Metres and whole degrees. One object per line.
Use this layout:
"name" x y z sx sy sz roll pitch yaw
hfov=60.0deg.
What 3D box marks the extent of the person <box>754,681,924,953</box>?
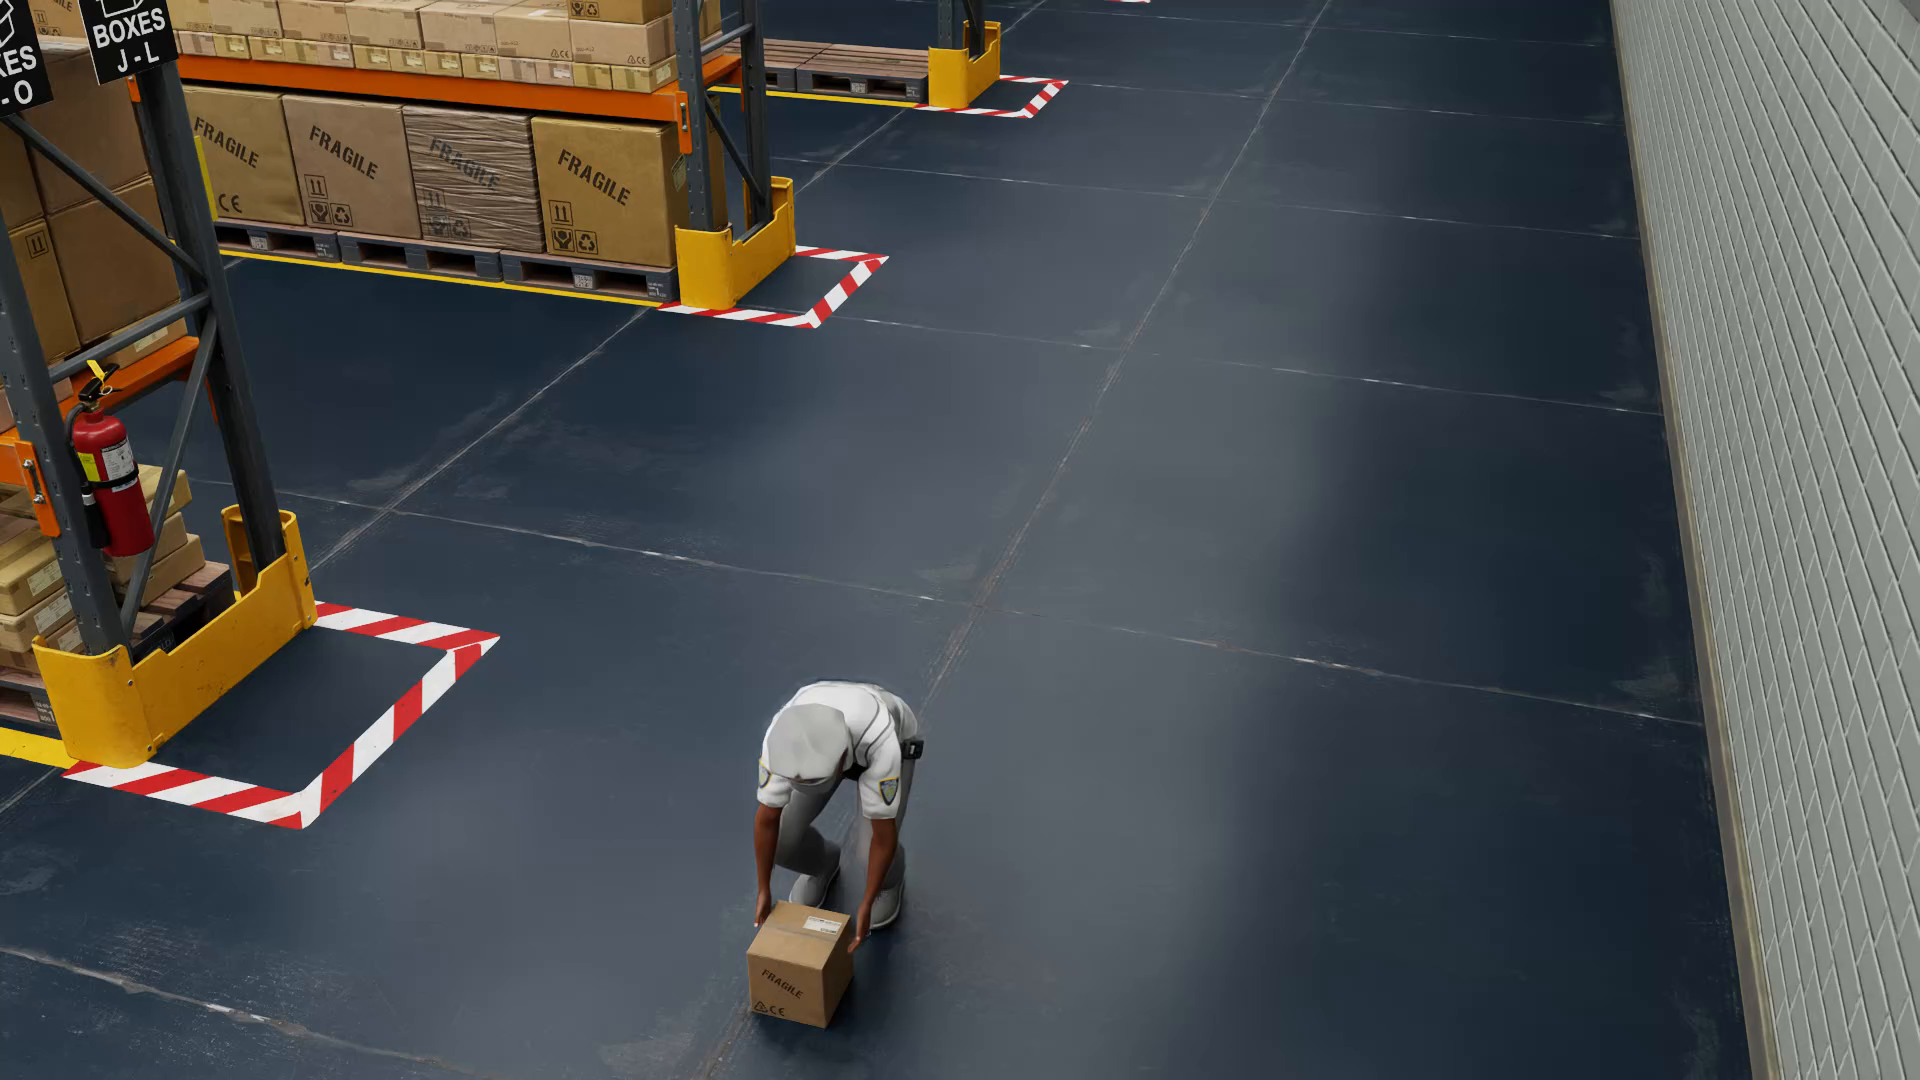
"person" -0.381 0.824 5.311 0.492 1.034 0.846 9 31 15
